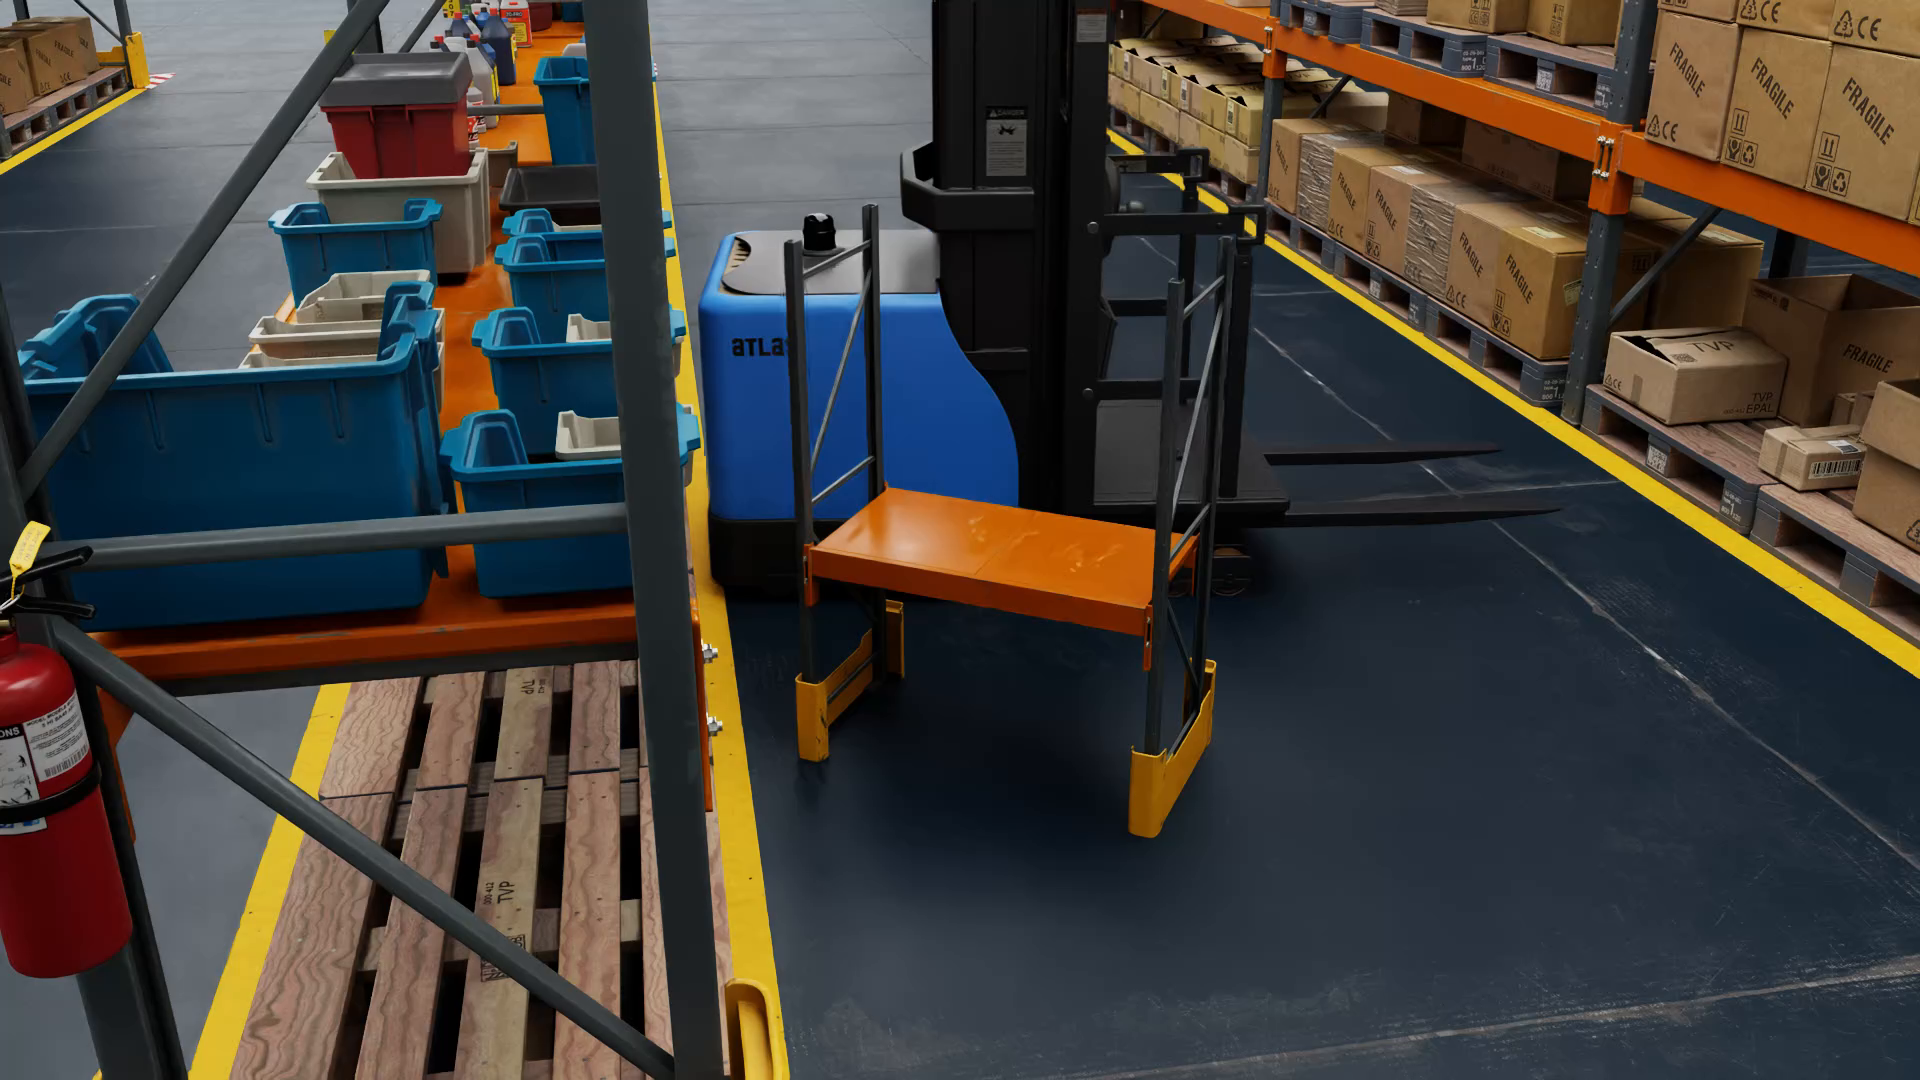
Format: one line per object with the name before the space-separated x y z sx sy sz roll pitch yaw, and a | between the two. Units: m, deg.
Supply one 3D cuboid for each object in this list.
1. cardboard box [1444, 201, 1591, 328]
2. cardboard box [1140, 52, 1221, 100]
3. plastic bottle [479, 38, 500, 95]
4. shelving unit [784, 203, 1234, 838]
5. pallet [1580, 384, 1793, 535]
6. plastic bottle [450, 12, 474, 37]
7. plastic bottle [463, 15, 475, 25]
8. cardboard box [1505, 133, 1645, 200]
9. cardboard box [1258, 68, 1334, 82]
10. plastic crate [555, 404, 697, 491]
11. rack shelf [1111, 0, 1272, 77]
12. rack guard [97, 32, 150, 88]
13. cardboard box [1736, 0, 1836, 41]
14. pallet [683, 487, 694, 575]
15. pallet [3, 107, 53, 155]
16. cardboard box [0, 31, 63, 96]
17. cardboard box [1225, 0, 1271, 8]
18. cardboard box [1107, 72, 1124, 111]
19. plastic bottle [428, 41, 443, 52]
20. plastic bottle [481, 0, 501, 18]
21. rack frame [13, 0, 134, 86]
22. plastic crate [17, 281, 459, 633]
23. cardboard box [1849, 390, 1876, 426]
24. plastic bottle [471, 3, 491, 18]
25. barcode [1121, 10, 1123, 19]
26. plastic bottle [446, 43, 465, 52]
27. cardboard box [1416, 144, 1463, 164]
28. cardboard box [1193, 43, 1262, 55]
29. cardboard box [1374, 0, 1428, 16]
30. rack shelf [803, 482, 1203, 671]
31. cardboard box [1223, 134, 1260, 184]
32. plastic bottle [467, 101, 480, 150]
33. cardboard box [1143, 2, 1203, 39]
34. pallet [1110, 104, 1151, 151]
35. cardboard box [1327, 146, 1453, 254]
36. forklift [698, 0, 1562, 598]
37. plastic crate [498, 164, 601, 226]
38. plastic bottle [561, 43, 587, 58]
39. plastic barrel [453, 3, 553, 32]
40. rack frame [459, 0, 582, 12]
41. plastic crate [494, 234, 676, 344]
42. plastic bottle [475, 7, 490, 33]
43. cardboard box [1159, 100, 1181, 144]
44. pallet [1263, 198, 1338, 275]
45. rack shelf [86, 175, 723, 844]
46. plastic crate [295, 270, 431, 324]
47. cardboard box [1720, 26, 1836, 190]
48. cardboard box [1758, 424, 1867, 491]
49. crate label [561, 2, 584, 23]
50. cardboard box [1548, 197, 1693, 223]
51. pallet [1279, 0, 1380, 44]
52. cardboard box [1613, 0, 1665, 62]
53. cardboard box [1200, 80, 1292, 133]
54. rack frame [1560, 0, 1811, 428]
cardboard box | 2.753 -1.359 8.188 0.500 0.500 0.500 -4 24 -10
cardboard box | 1.746 -3.690 13.160 0.500 0.311 0.500 -5 24 -11
plastic bottle | -2.159 -2.145 7.575 0.097 0.271 0.097 0 24 0
shelving unit | 0.137 -0.082 4.565 1.083 1.500 0.587 10 25 21
pallet | 3.335 -0.387 6.873 1.003 0.211 1.213 -4 24 -10
plastic bottle | -2.354 -2.318 7.872 0.144 0.351 0.185 -4 24 -10
plastic bottle | -2.489 -2.518 8.427 0.097 0.271 0.097 0 24 0
cardboard box | 3.175 -1.937 8.573 0.500 0.250 0.500 -4 24 -10
cardboard box | 2.464 -3.333 12.343 0.500 0.311 0.500 -5 24 -11
plastic crate | -0.620 -0.157 3.117 0.250 0.136 0.298 -4 24 -10
rack shelf | 2.100 -3.966 12.481 1.077 0.370 4.000 -4 24 -10
rack guard | -8.732 -4.748 16.497 1.175 0.500 0.348 -4 24 -10
cardboard box | 3.116 -2.030 5.777 0.500 0.500 0.500 -5 24 -11
pallet | -1.485 -0.006 6.000 1.003 0.211 1.213 -4 24 -10
pallet | -8.165 -3.334 13.620 1.003 0.211 1.213 -4 24 -10
cardboard box | -8.405 -4.244 14.817 0.500 0.500 0.500 -2 24 -5
cardboard box | 2.032 -3.727 11.349 0.380 0.149 0.250 -4 24 -10
cardboard box | 1.561 -3.837 14.199 0.500 0.250 0.500 -5 24 -11
plastic bottle | -2.151 -1.885 6.880 0.144 0.351 0.185 -4 24 -10
plastic bottle | -2.637 -2.893 9.280 0.152 0.276 0.135 -4 24 -10
rack frame | -8.746 -5.924 16.065 1.000 3.000 0.127 -4 24 -10
plastic crate | -1.165 -0.158 2.746 0.616 0.435 0.499 -4 24 -10
cardboard box | 3.732 -0.407 6.243 0.500 0.311 0.500 -4 24 -10
plastic bottle | -2.551 -2.711 8.864 0.152 0.276 0.135 -4 24 -10
barcode | 1.368 -4.447 14.058 0.001 0.075 0.075 -4 24 -10
plastic bottle | -2.235 -2.039 7.327 0.152 0.276 0.135 -4 24 -10
cardboard box | 2.969 -2.011 9.679 0.500 0.500 0.500 -5 24 -12
cardboard box | 2.189 -3.929 13.709 0.500 0.311 0.500 -4 24 -8
cardboard box | 2.678 -3.134 9.028 0.700 0.500 0.500 0 24 0
rack shelf | 0.128 0.081 4.640 1.000 0.185 0.538 10 25 21
cardboard box | 2.133 -2.630 11.435 0.500 0.250 0.500 -4 24 -8
plastic bottle | -1.931 -1.627 6.475 0.097 0.201 0.097 0 24 0
cardboard box | 1.952 -4.564 14.925 0.500 0.500 0.500 -4 24 -10
pallet | 1.905 -3.517 14.039 1.003 0.211 1.213 -4 24 -10
cardboard box | 2.463 -1.961 9.567 0.500 0.500 0.500 -5 24 -10
forklift | 0.627 -1.355 5.690 3.031 2.935 1.130 -1 24 -2
plastic crate | -1.188 -1.051 5.178 0.437 0.125 0.590 -4 24 -10
plastic bottle | -1.691 -2.077 7.412 0.152 0.276 0.135 -4 24 -10
plastic barrel | -2.782 -3.366 10.039 0.600 0.536 0.708 -4 24 -10
rack frame | -2.399 -3.144 9.700 1.000 3.000 0.127 -4 24 -10
plastic crate | -0.885 -0.587 3.980 0.416 0.233 0.300 -4 24 -10
plastic bottle | -2.497 -2.665 8.766 0.097 0.271 0.097 0 24 0
cardboard box | 1.846 -3.233 12.814 0.500 0.250 0.500 -4 24 -9
pallet | 2.571 -1.934 10.415 1.003 0.211 1.213 -4 24 -10
rack shelf | -1.289 -0.454 4.440 1.077 0.370 4.000 -4 24 -10
plastic crate | -1.436 -0.549 4.013 0.298 0.136 0.250 -4 24 -10
cardboard box | 3.134 -1.559 5.948 0.500 0.500 0.500 -4 24 -9
cardboard box | 3.244 -0.318 6.220 0.380 0.166 0.250 -4 24 -10
crate label | -2.317 -3.571 10.633 0.502 0.435 0.616 -4 24 -10
cardboard box | 3.250 -1.409 8.301 0.500 0.500 0.500 -4 24 -9
pallet | 2.664 -3.159 9.976 1.213 0.211 1.003 -4 24 -10
cardboard box | 3.342 -2.376 7.294 0.700 0.500 0.500 -13 27 -27
cardboard box | 2.028 -3.090 11.787 0.500 0.311 0.500 -5 24 -11
rack frame | 3.209 -1.935 6.933 1.000 3.000 0.127 -4 24 -10
